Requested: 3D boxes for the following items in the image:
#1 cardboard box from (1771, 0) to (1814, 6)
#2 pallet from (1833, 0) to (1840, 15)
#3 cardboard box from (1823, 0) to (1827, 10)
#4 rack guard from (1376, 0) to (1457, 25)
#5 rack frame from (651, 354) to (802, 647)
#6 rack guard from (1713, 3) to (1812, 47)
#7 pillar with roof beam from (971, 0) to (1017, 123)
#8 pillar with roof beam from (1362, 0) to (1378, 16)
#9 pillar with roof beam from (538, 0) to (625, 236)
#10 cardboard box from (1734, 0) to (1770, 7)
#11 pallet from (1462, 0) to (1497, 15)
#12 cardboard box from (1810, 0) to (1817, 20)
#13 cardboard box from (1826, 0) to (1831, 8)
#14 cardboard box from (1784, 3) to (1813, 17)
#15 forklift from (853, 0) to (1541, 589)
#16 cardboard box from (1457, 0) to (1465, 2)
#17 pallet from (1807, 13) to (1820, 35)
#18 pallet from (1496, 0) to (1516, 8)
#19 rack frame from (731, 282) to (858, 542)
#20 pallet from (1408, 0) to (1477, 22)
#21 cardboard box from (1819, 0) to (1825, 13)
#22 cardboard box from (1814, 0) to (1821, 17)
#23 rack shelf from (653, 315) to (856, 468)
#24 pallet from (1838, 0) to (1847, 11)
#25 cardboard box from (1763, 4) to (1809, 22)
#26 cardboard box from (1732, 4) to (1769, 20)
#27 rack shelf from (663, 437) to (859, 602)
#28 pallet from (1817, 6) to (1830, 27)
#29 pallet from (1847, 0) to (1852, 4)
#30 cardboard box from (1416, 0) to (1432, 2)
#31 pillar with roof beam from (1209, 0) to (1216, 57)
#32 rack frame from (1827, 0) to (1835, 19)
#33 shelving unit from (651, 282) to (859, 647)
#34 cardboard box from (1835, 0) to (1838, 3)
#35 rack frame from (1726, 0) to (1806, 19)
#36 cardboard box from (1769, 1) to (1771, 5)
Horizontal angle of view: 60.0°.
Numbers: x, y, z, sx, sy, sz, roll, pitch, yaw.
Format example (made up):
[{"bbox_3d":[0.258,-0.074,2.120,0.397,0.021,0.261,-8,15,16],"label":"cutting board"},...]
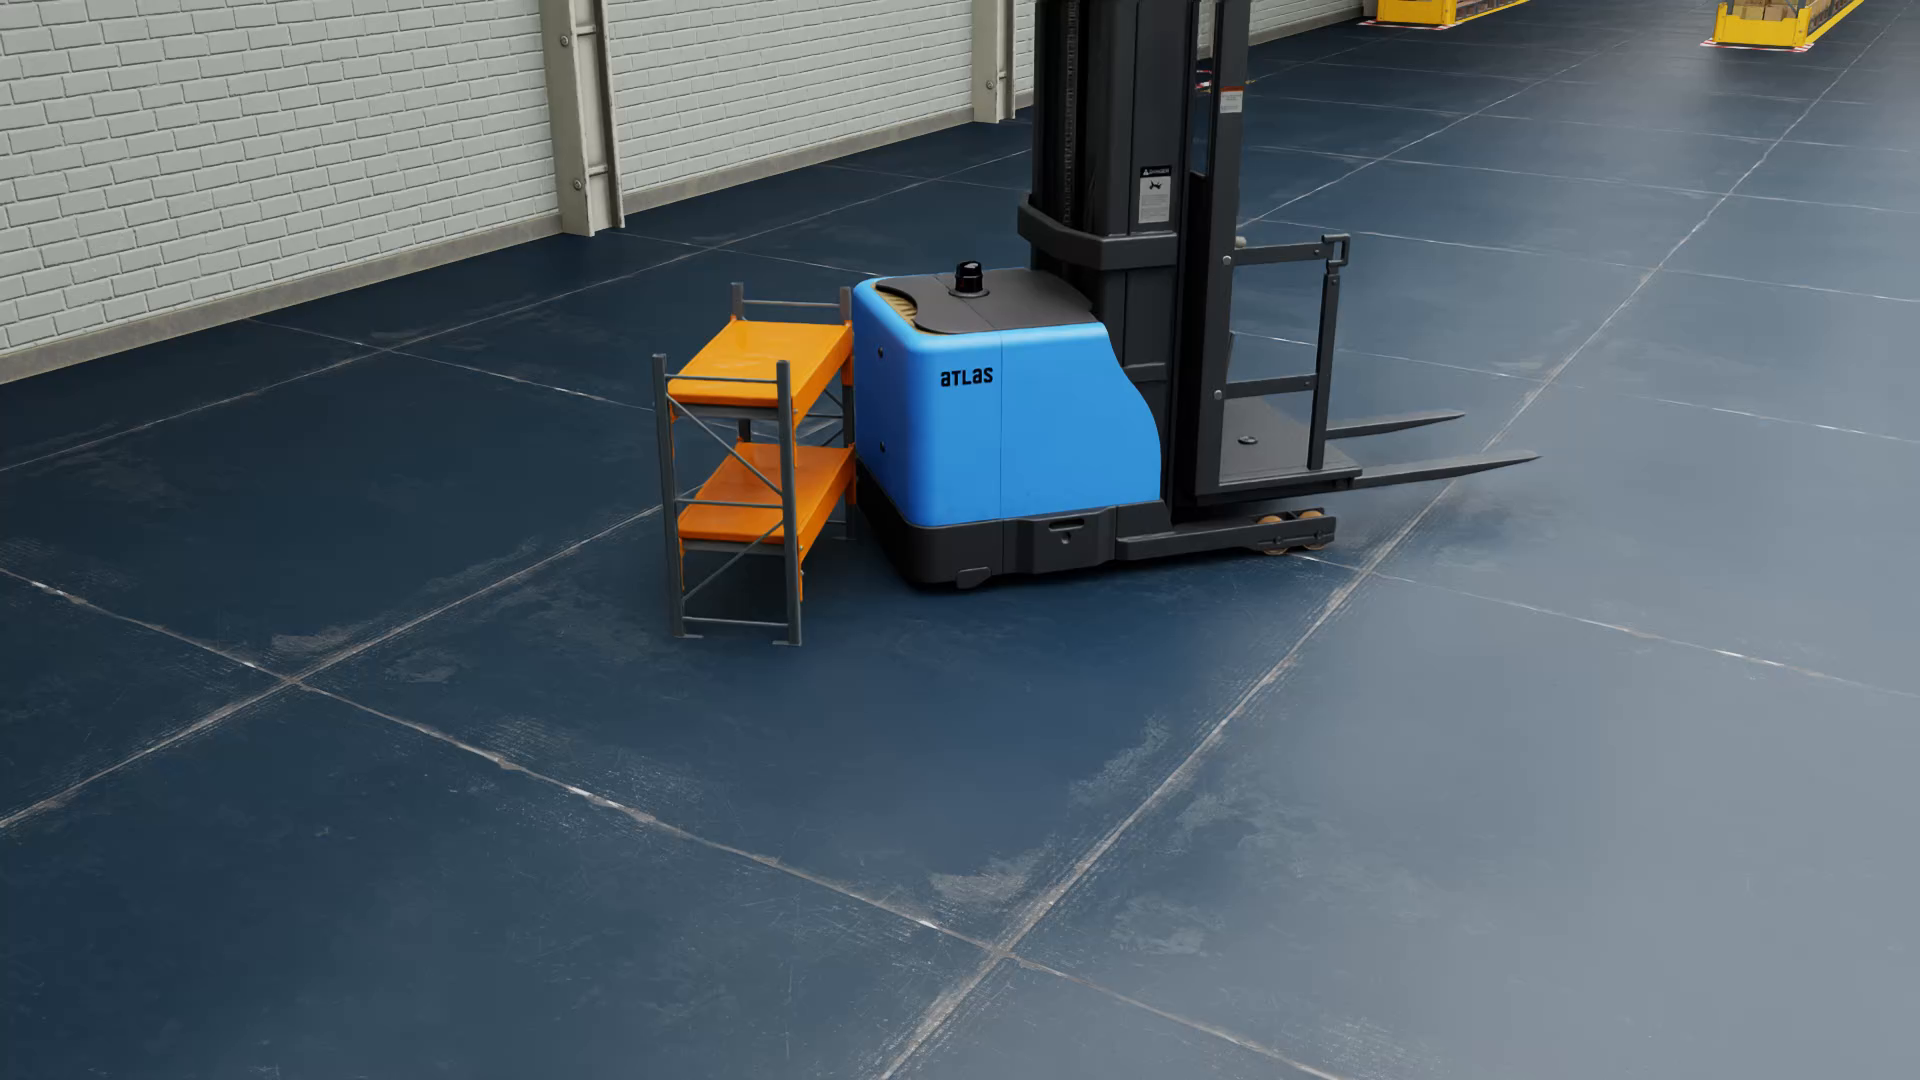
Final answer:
[{"bbox_3d":[11.988,-7.962,23.855,0.500,0.500,0.500,14,27,29],"label":"cardboard box"},{"bbox_3d":[13.719,-8.711,27.106,1.003,0.211,1.213,14,27,29],"label":"pallet"},{"bbox_3d":[13.033,-8.296,25.569,0.500,0.250,0.500,14,27,29],"label":"cardboard box"},{"bbox_3d":[7.084,-8.299,25.791,1.175,0.500,0.348,14,27,29],"label":"rack guard"},{"bbox_3d":[-0.852,-0.130,6.135,0.500,1.125,0.032,4,24,8],"label":"rack frame"},{"bbox_3d":[11.241,-7.228,23.318,1.175,0.500,0.348,14,27,29],"label":"rack guard"},{"bbox_3d":[4.005,-7.639,13.568,9.100,9.000,0.400,14,27,29],"label":"pillar with roof beam"},{"bbox_3d":[10.335,-11.689,22.924,9.100,9.000,0.400,14,27,29],"label":"pillar with roof beam"},{"bbox_3d":[0.840,-5.614,8.891,9.100,9.000,0.400,14,27,29],"label":"pillar with roof beam"},{"bbox_3d":[11.284,-7.902,23.716,0.500,0.500,0.500,14,27,29],"label":"cardboard box"},{"bbox_3d":[8.187,-8.843,27.412,1.003,0.211,1.213,14,27,29],"label":"pallet"},{"bbox_3d":[12.251,-7.787,24.395,0.500,0.250,0.500,14,27,29],"label":"cardboard box"},{"bbox_3d":[13.305,-8.462,25.954,0.500,0.250,0.500,14,27,29],"label":"cardboard box"},{"bbox_3d":[11.986,-7.618,24.005,0.500,0.250,0.500,14,27,29],"label":"cardboard box"},{"bbox_3d":[1.103,-1.471,6.959,3.031,2.935,1.130,-7,24,-16],"label":"forklift"},{"bbox_3d":[7.786,-8.796,26.623,0.500,0.311,0.500,16,28,33],"label":"cardboard box"},{"bbox_3d":[12.266,-7.781,24.958,1.003,0.211,1.213,14,27,29],"label":"pallet"},{"bbox_3d":[8.829,-9.257,28.367,1.003,0.211,1.213,14,27,29],"label":"pallet"},{"bbox_3d":[-0.696,-0.529,7.057,0.500,1.125,0.032,4,24,8],"label":"rack frame"},{"bbox_3d":[7.542,-8.433,26.465,1.003,0.211,1.213,14,27,29],"label":"pallet"},{"bbox_3d":[12.782,-8.124,25.172,0.500,0.250,0.500,14,27,29],"label":"cardboard box"},{"bbox_3d":[12.518,-7.955,24.782,0.500,0.250,0.500,14,27,29],"label":"cardboard box"},{"bbox_3d":[-0.774,-0.598,6.480,0.538,0.278,1.000,4,24,8],"label":"rack shelf"},{"bbox_3d":[14.362,-9.124,28.061,1.003,0.211,1.213,14,27,29],"label":"pallet"},{"bbox_3d":[11.726,-7.449,23.614,0.500,0.250,0.500,14,27,29],"label":"cardboard box"},{"bbox_3d":[11.286,-7.557,23.864,0.500,0.250,0.500,14,27,29],"label":"cardboard box"},{"bbox_3d":[-0.774,-0.105,6.693,0.538,0.278,1.000,4,24,8],"label":"rack shelf"},{"bbox_3d":[12.909,-8.194,25.913,1.003,0.211,1.213,14,27,29],"label":"pallet"},{"bbox_3d":[15.007,-9.534,29.009,1.003,0.211,1.213,14,27,29],"label":"pallet"},{"bbox_3d":[7.485,-8.603,26.178,0.500,0.311,0.500,11,26,23],"label":"cardboard box"},{"bbox_3d":[7.170,-9.664,18.246,9.100,9.000,0.400,14,27,29],"label":"pillar with roof beam"},{"bbox_3d":[13.364,-9.734,25.959,1.000,3.000,0.127,14,27,29],"label":"rack frame"},{"bbox_3d":[-0.774,-0.330,6.596,0.538,1.125,1.048,4,24,8],"label":"shelving unit"},{"bbox_3d":[13.787,-8.749,26.616,0.500,0.250,0.500,13,27,28],"label":"cardboard box"},{"bbox_3d":[11.254,-8.384,22.840,1.000,3.000,0.127,14,27,29],"label":"rack frame"},{"bbox_3d":[11.539,-7.729,24.260,0.500,0.250,0.500,14,27,29],"label":"cardboard box"}]
